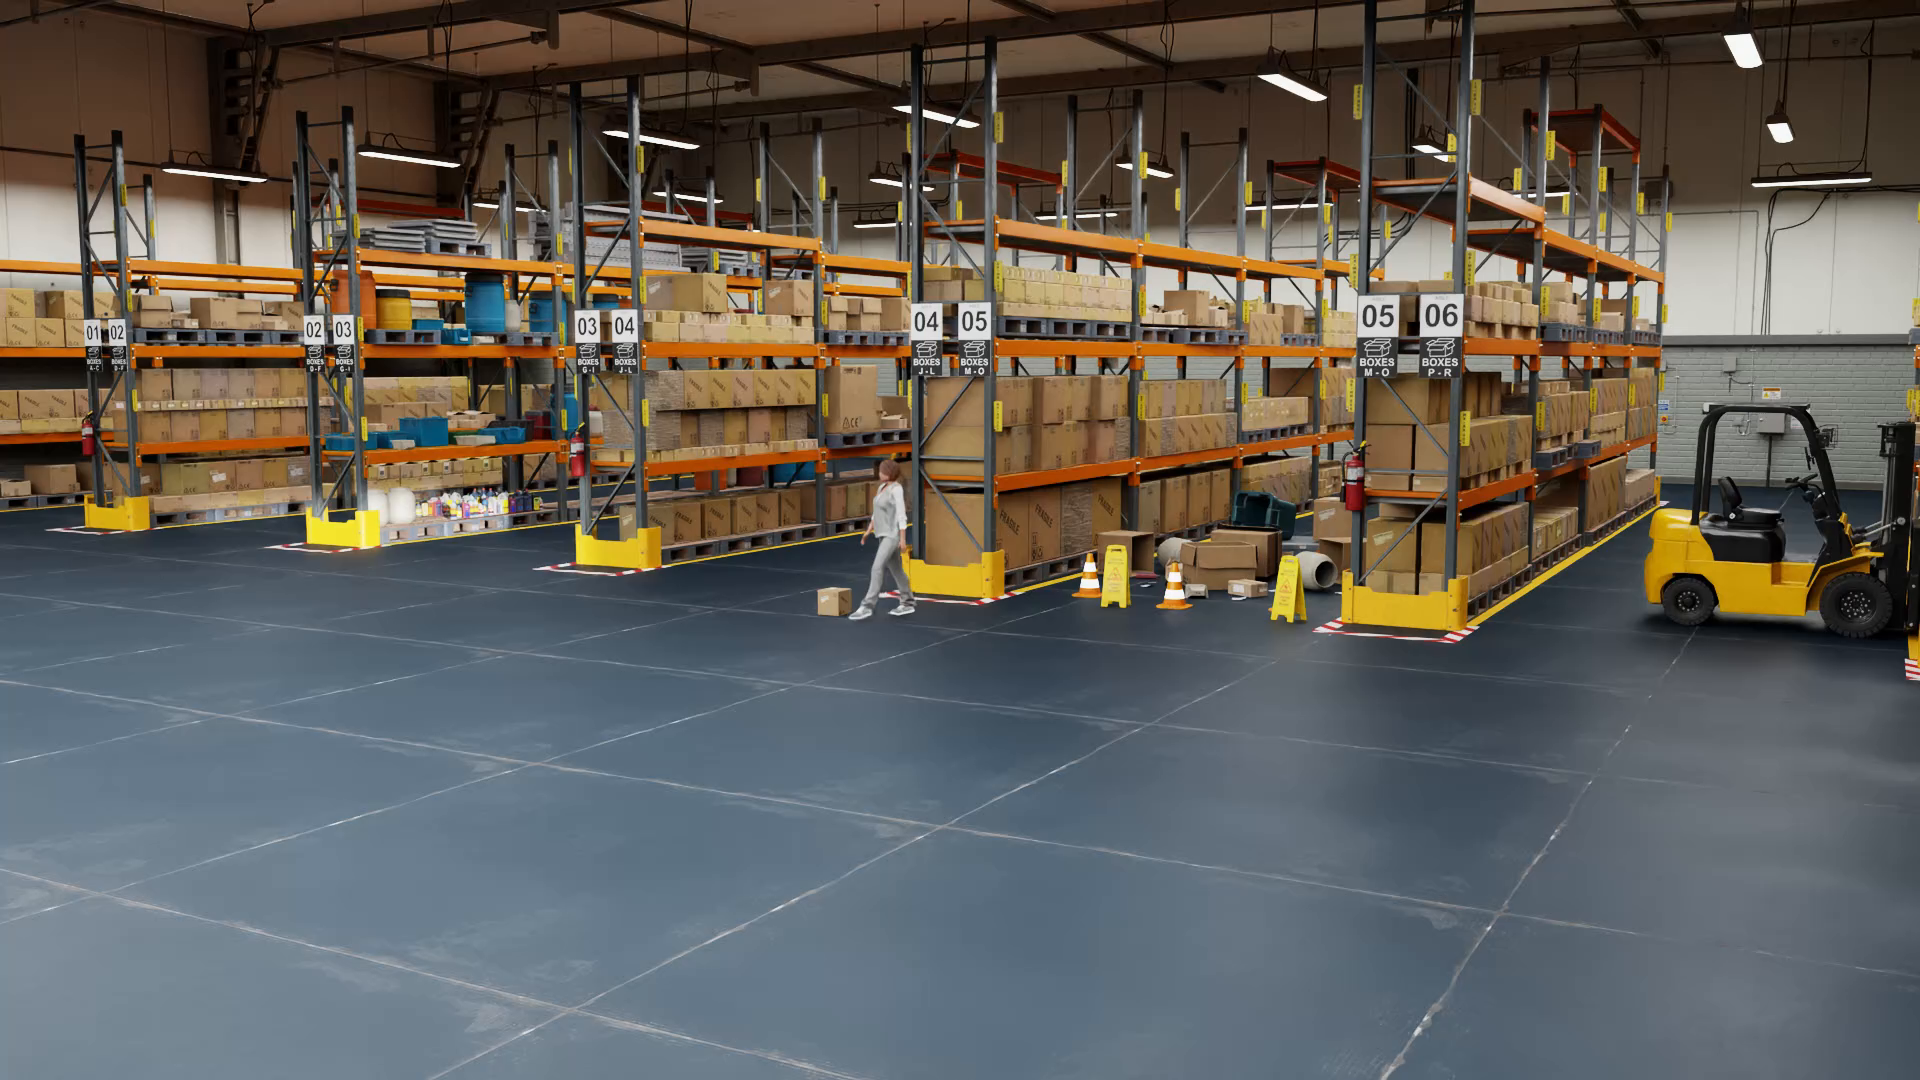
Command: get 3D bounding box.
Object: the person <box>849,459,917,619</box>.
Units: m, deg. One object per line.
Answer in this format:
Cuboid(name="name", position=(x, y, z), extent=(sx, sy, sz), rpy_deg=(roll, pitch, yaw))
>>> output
Cuboid(name="person", position=(-0.797, -0.019, 16.586), extent=(0.783, 1.577, 0.444), rpy_deg=(-3, 7, -23))
